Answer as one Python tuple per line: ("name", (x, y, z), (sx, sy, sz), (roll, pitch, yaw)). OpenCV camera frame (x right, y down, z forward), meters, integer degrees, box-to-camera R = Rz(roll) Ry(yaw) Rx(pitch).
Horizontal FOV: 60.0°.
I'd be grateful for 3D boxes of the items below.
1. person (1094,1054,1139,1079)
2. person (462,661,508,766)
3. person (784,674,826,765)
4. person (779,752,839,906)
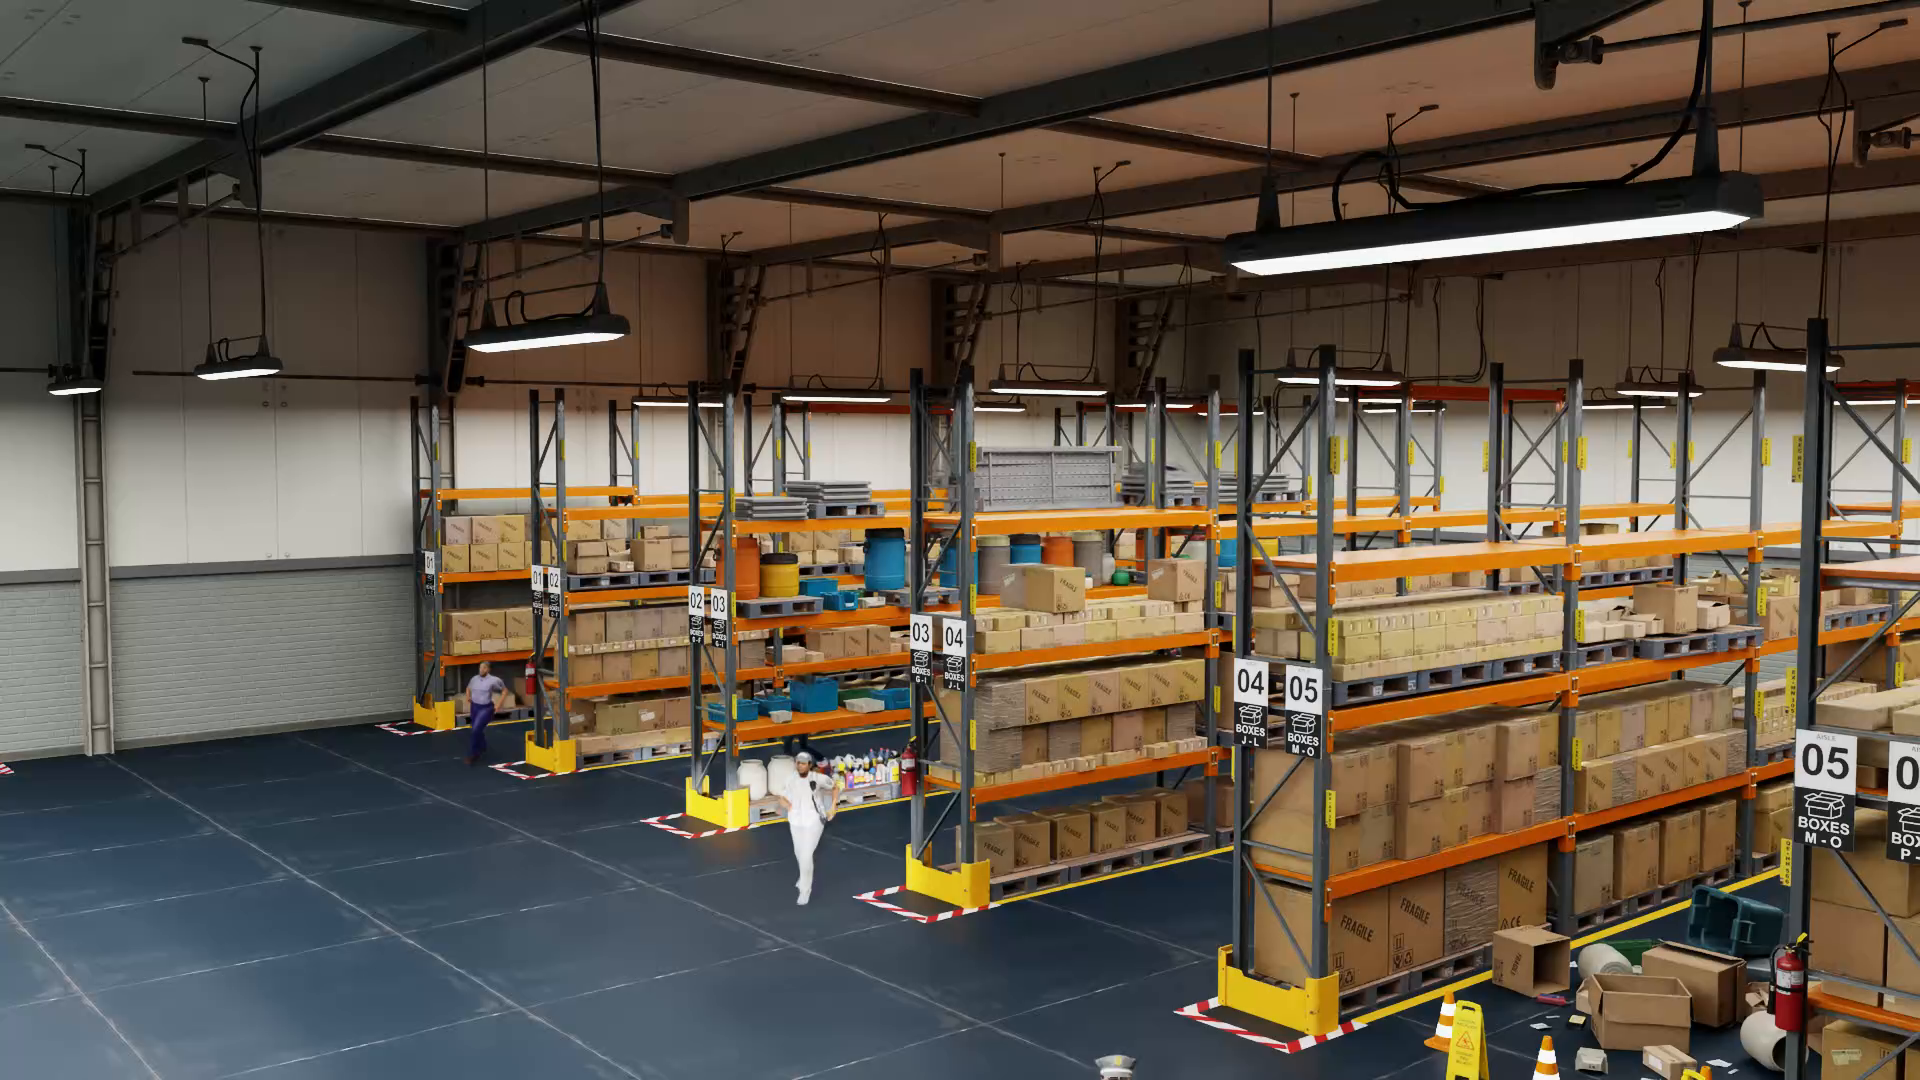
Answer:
("person", (0.895, 3.737, 9.283), (0.716, 1.754, 0.578), (0, 3, 2))
("person", (-7.722, 2.781, 26.849), (0.693, 1.676, 0.757), (1, 4, 23))
("person", (-2.483, 2.839, 25.561), (0.894, 1.585, 0.537), (-3, 4, -39))
("person", (-1.714, 3.235, 18.846), (0.625, 1.718, 0.847), (1, 4, 18))
